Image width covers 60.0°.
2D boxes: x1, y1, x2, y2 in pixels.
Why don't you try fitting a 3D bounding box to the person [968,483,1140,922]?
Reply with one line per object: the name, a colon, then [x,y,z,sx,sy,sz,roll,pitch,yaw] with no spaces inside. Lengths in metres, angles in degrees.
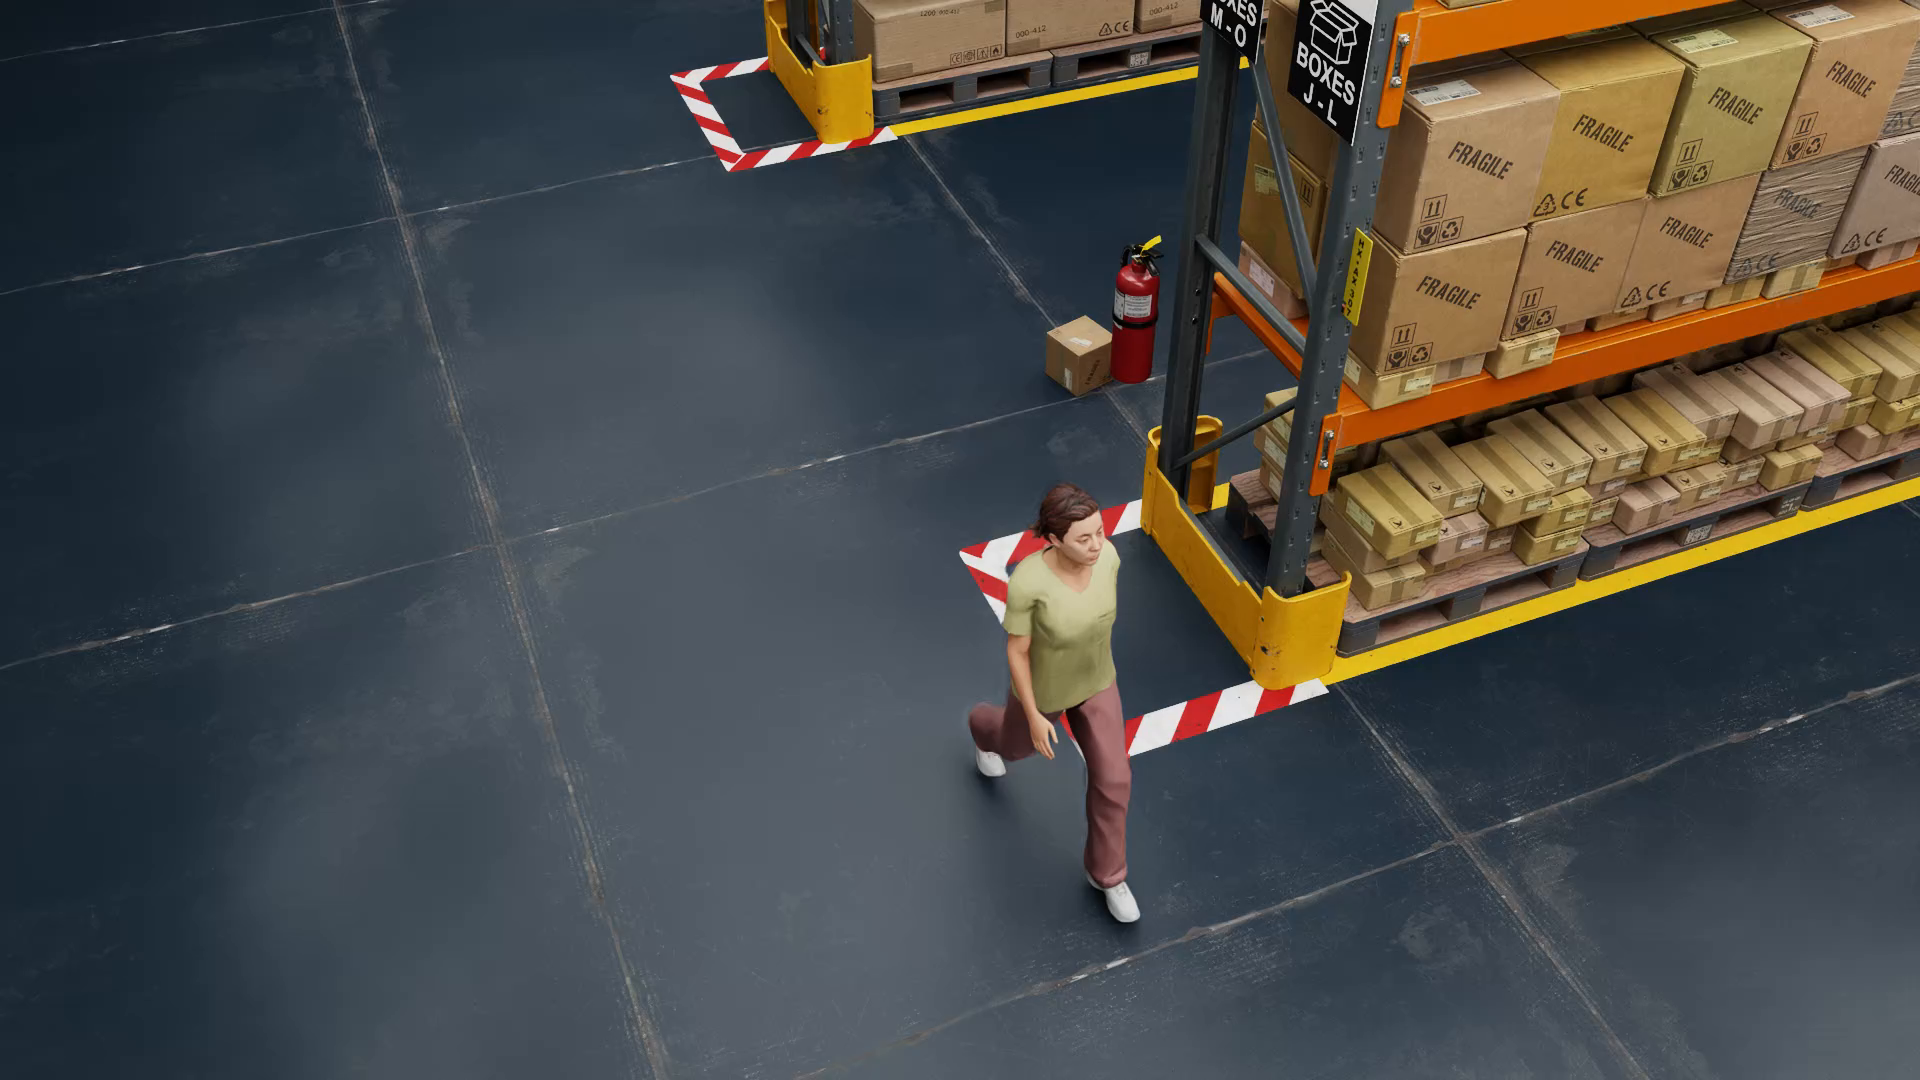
person: [0.349,0.475,5.650,0.452,1.603,1.047,-15,44,-17]
